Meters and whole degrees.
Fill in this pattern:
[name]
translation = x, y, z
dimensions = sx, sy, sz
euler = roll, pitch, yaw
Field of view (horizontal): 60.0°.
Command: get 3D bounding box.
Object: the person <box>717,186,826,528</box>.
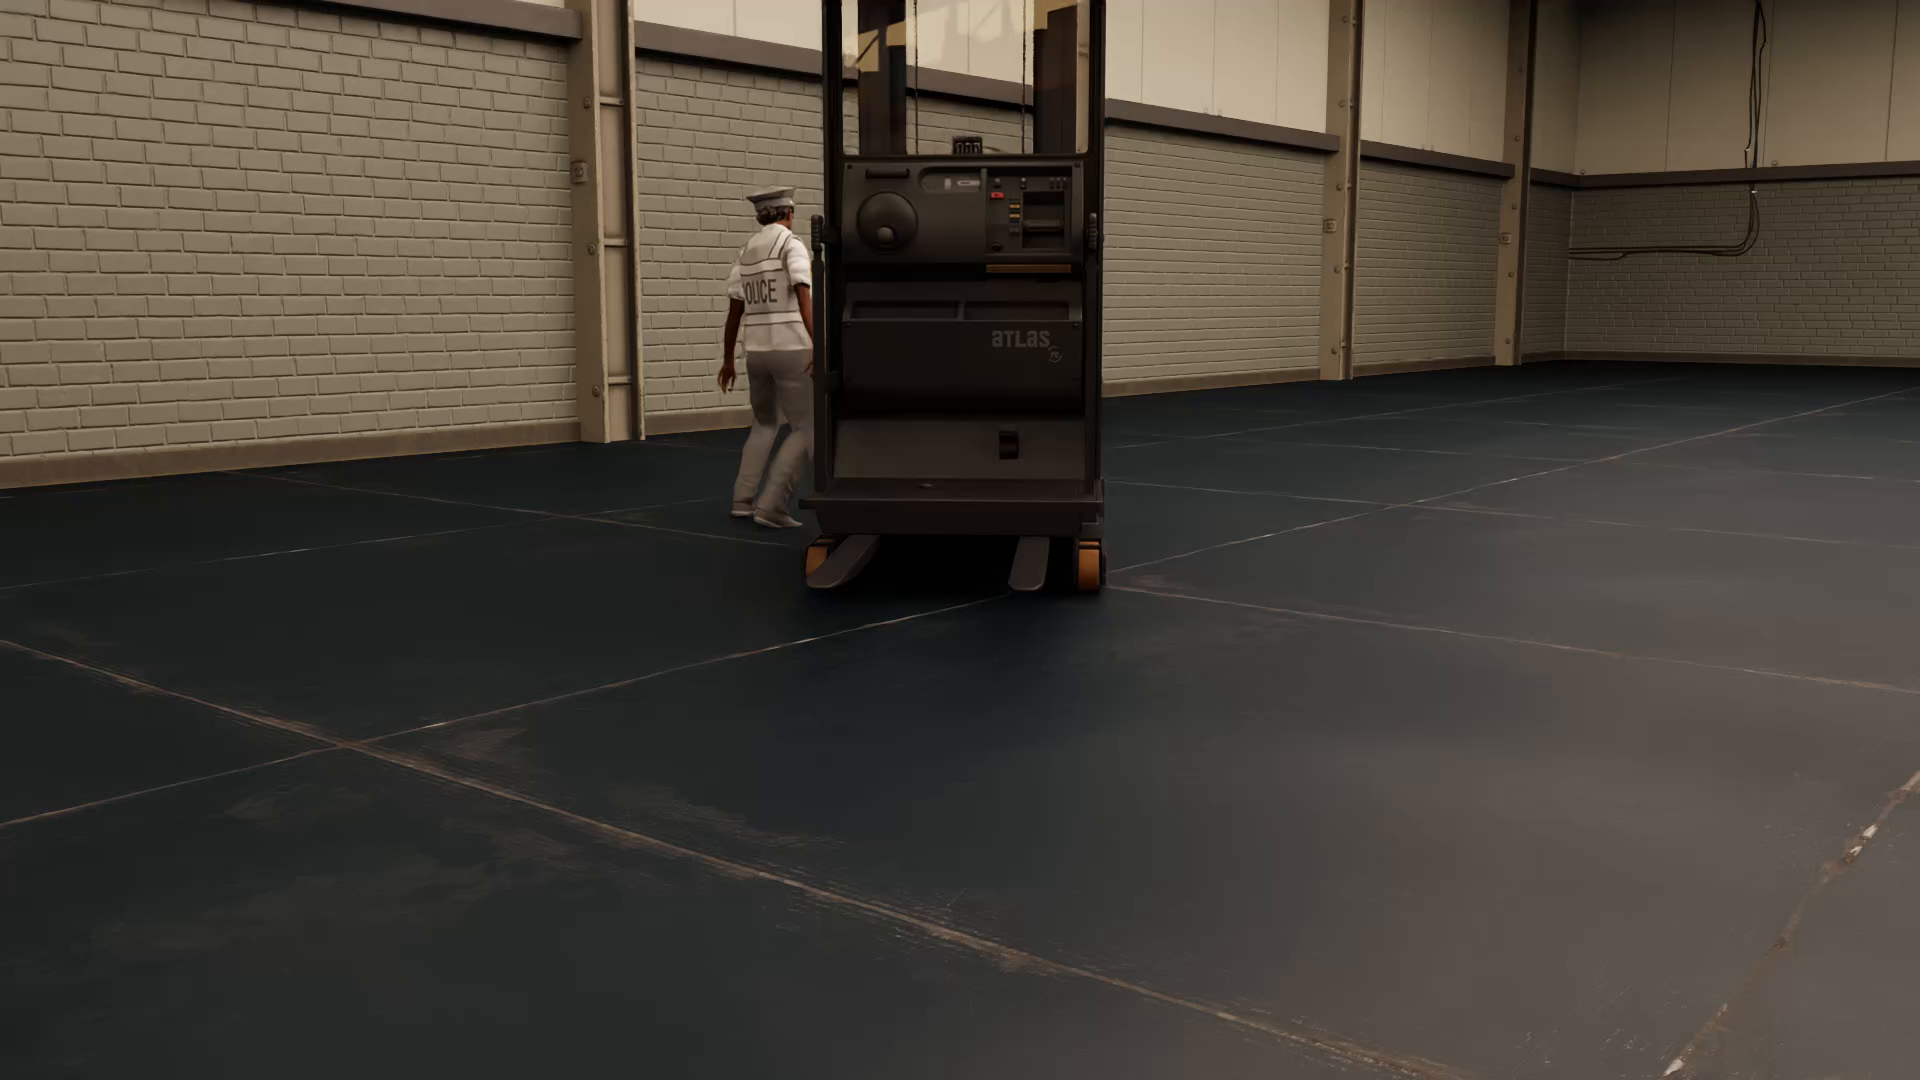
[person]
translation = -0.886, -0.853, 7.902
dimensions = 0.454, 1.646, 0.792
euler = -8, 12, -44

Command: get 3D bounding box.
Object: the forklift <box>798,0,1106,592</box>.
[forklift]
translation = -0.003, -1.306, 6.204
dimensions = 1.130, 2.935, 3.031
euler = 1, 8, 4
